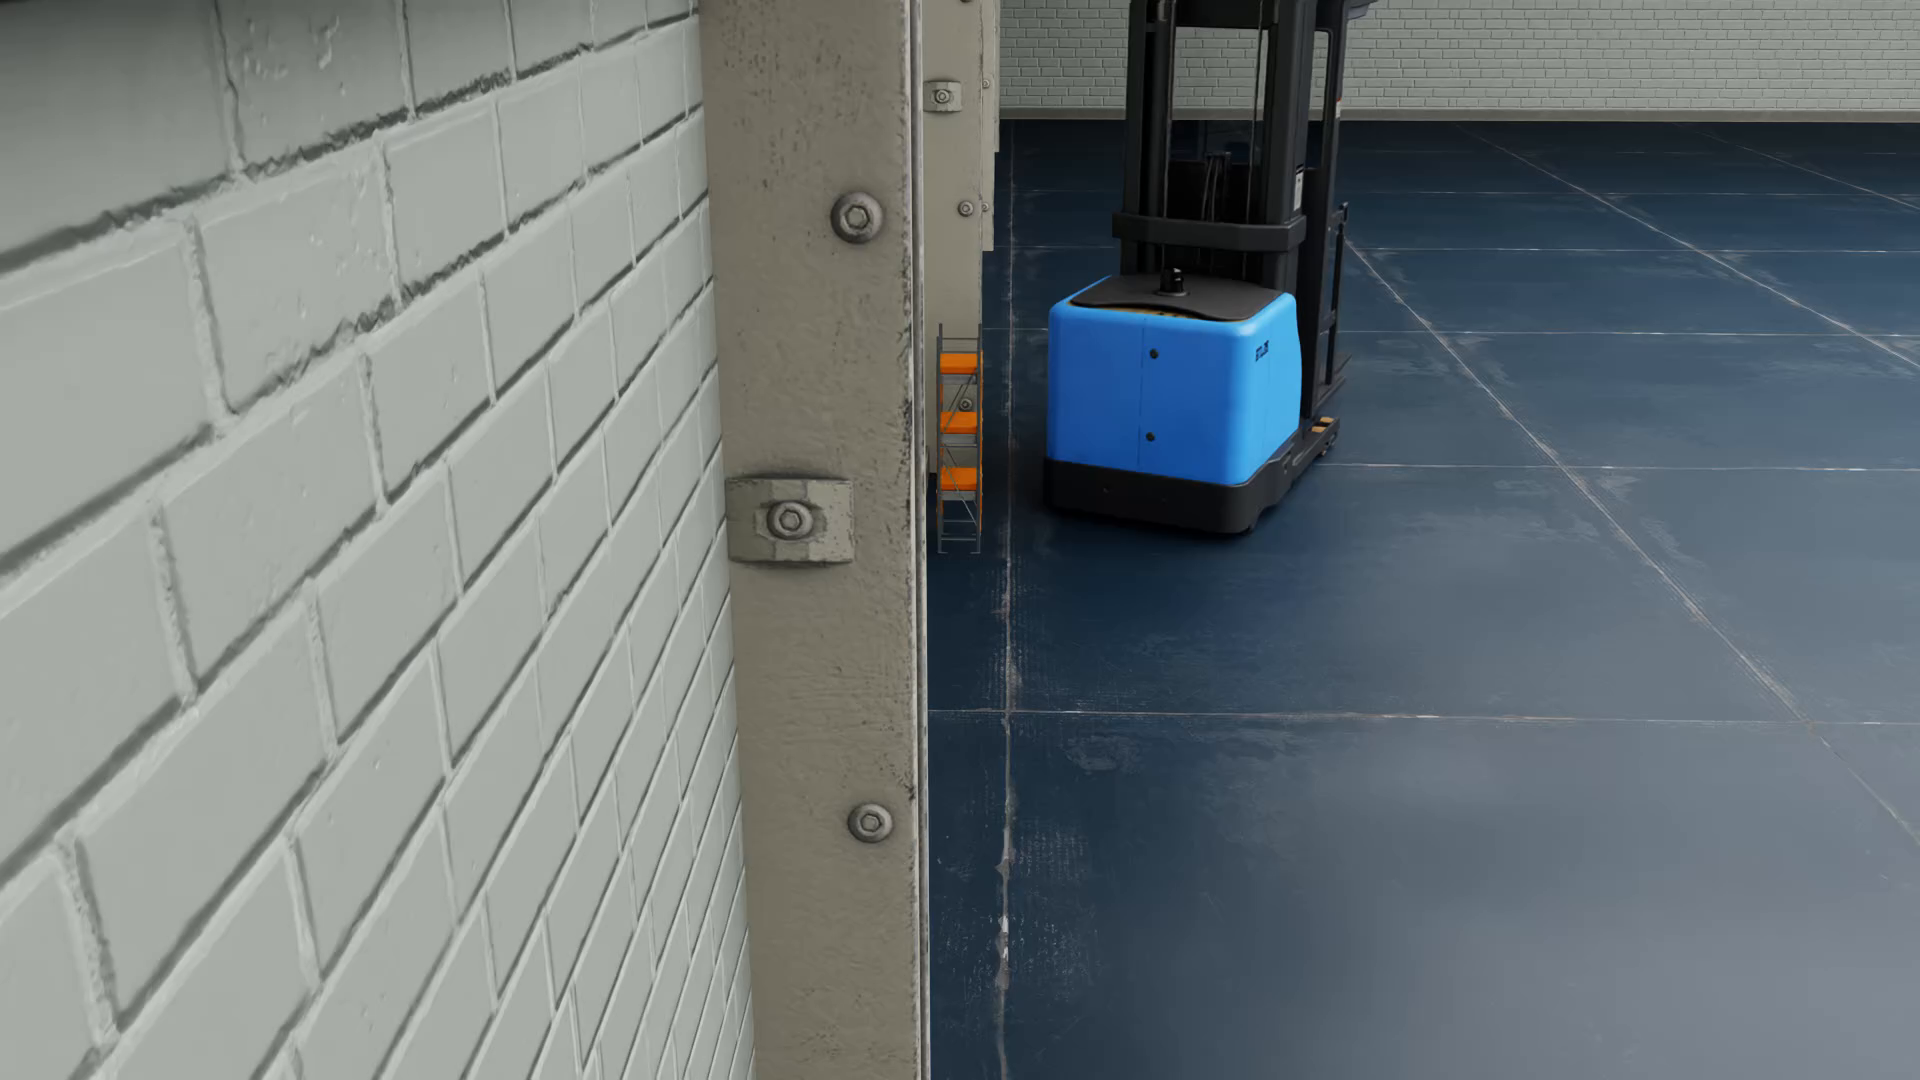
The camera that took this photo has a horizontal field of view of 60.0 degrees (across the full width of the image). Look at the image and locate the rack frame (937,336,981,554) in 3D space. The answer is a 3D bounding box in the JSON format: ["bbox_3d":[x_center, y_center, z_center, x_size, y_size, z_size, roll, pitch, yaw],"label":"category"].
[{"bbox_3d":[-0.005,-0.426,7.675,0.200,1.050,0.008,1,21,2],"label":"rack frame"}]

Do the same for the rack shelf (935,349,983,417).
[{"bbox_3d":[-0.002,-0.725,7.690,0.215,0.259,0.240,1,21,2],"label":"rack shelf"}]

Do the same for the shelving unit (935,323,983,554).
[{"bbox_3d":[-0.002,-0.470,7.789,0.215,1.050,0.252,1,21,2],"label":"shelving unit"}]

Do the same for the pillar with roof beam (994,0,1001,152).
[{"bbox_3d":[4.627,-8.921,18.582,9.100,9.000,0.400,1,21,2],"label":"pillar with roof beam"}]

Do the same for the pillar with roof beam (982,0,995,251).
[{"bbox_3d":[4.444,-6.752,12.991,9.100,9.000,0.400,1,21,2],"label":"pillar with roof beam"}]

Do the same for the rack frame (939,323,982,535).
[{"bbox_3d":[0.002,-0.514,7.903,0.200,1.050,0.008,1,21,2],"label":"rack frame"}]

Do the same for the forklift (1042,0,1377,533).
[{"bbox_3d":[1.501,-1.893,8.856,1.130,2.935,3.031,10,23,24],"label":"forklift"}]

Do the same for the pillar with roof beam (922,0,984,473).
[{"bbox_3d":[4.262,-4.583,7.399,9.100,9.000,0.400,1,21,2],"label":"pillar with roof beam"}]

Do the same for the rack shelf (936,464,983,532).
[{"bbox_3d":[-0.002,-0.201,7.894,0.215,0.259,0.240,1,21,2],"label":"rack shelf"}]

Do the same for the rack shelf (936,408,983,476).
[{"bbox_3d":[-0.002,-0.460,7.793,0.215,0.259,0.240,1,21,2],"label":"rack shelf"}]
